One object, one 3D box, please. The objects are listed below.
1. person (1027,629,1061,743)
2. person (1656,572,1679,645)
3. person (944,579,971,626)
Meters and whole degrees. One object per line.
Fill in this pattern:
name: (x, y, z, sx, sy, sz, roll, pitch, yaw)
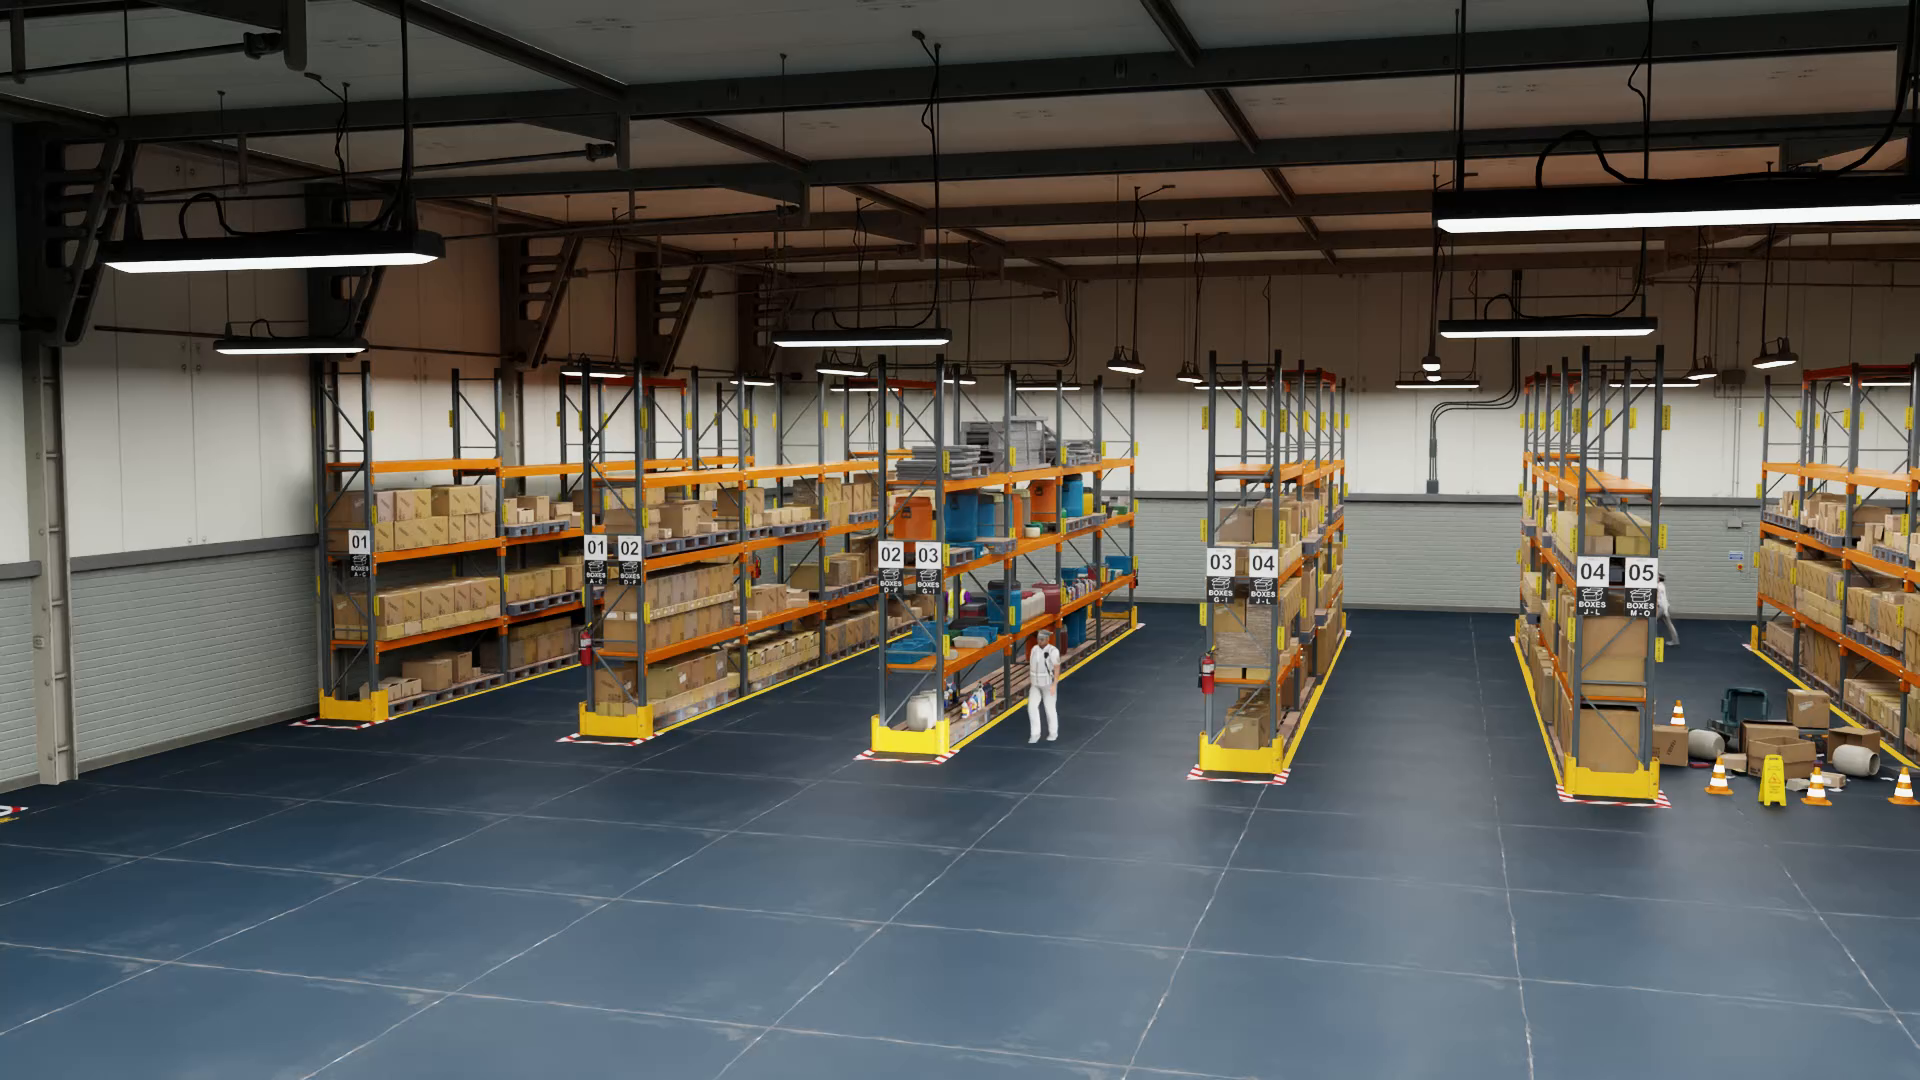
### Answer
person: (1.311, 2.296, 25.976, 0.591, 1.824, 0.552, 3, 5, 35)
person: (15.619, 1.506, 37.197, 0.959, 1.620, 0.458, 4, 6, 42)
person: (-0.085, 1.614, 35.143, 0.622, 1.697, 1.092, 1, 4, 11)
